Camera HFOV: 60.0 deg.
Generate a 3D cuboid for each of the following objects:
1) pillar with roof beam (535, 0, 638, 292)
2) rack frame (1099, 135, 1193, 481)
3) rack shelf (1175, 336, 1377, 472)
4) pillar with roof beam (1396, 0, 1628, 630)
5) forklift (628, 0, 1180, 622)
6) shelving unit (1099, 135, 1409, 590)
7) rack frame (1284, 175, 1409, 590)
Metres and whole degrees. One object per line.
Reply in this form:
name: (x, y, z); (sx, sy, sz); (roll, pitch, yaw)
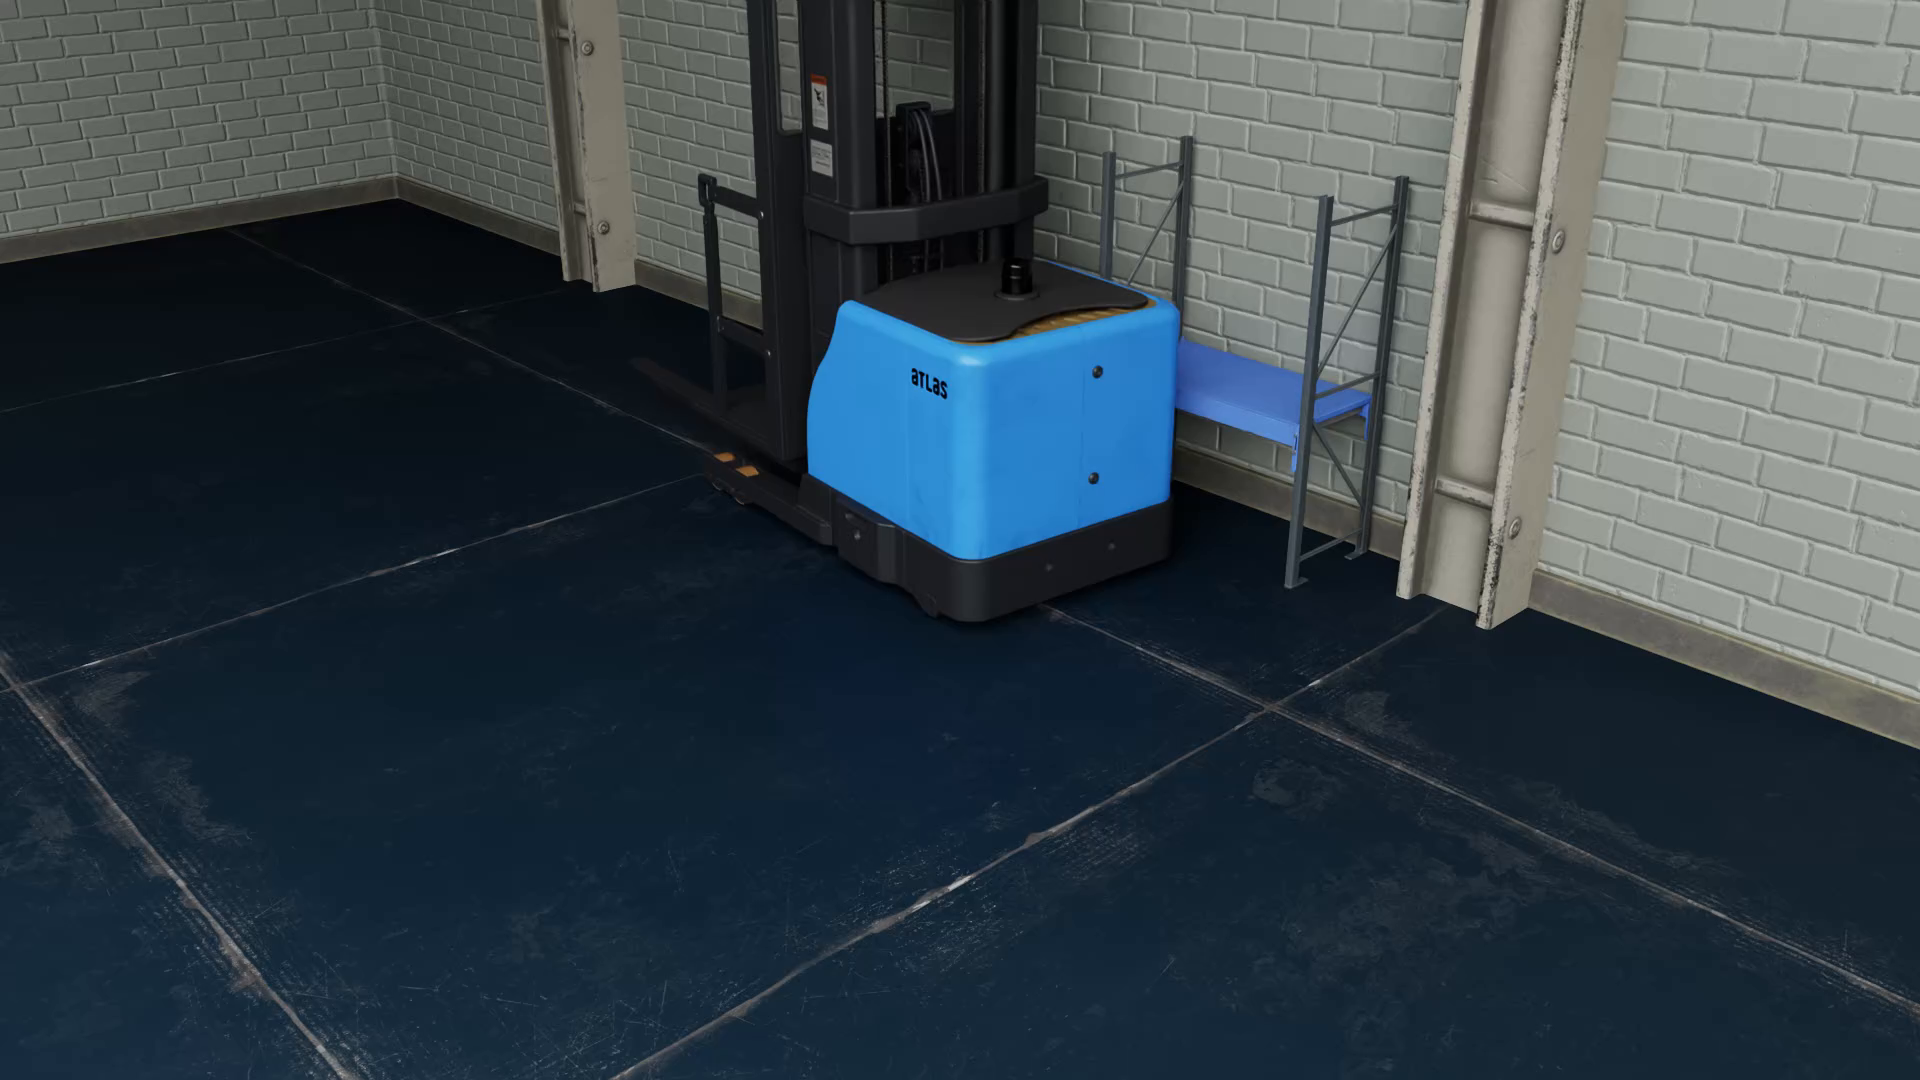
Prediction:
pillar with roof beam: (-5.350, -4.467, 5.700); (9.100, 9.000, 0.400); (-21, 32, -38)
rack frame: (0.746, -0.879, 6.870); (0.500, 1.500, 0.032); (-21, 32, -38)
rack shelf: (1.090, -0.560, 6.604); (0.538, 0.185, 1.000); (-21, 32, -38)
pillar with roof beam: (-1.249, -2.649, 1.715); (9.100, 9.000, 0.400); (-21, 32, -38)
forklift: (-0.459, -1.590, 6.705); (1.130, 2.935, 3.031); (-17, 30, -33)
shelving unit: (1.090, -0.724, 6.529); (0.538, 1.500, 1.048); (-21, 32, -38)
rack frame: (1.433, -0.568, 6.188); (0.500, 1.500, 0.032); (-21, 32, -38)
